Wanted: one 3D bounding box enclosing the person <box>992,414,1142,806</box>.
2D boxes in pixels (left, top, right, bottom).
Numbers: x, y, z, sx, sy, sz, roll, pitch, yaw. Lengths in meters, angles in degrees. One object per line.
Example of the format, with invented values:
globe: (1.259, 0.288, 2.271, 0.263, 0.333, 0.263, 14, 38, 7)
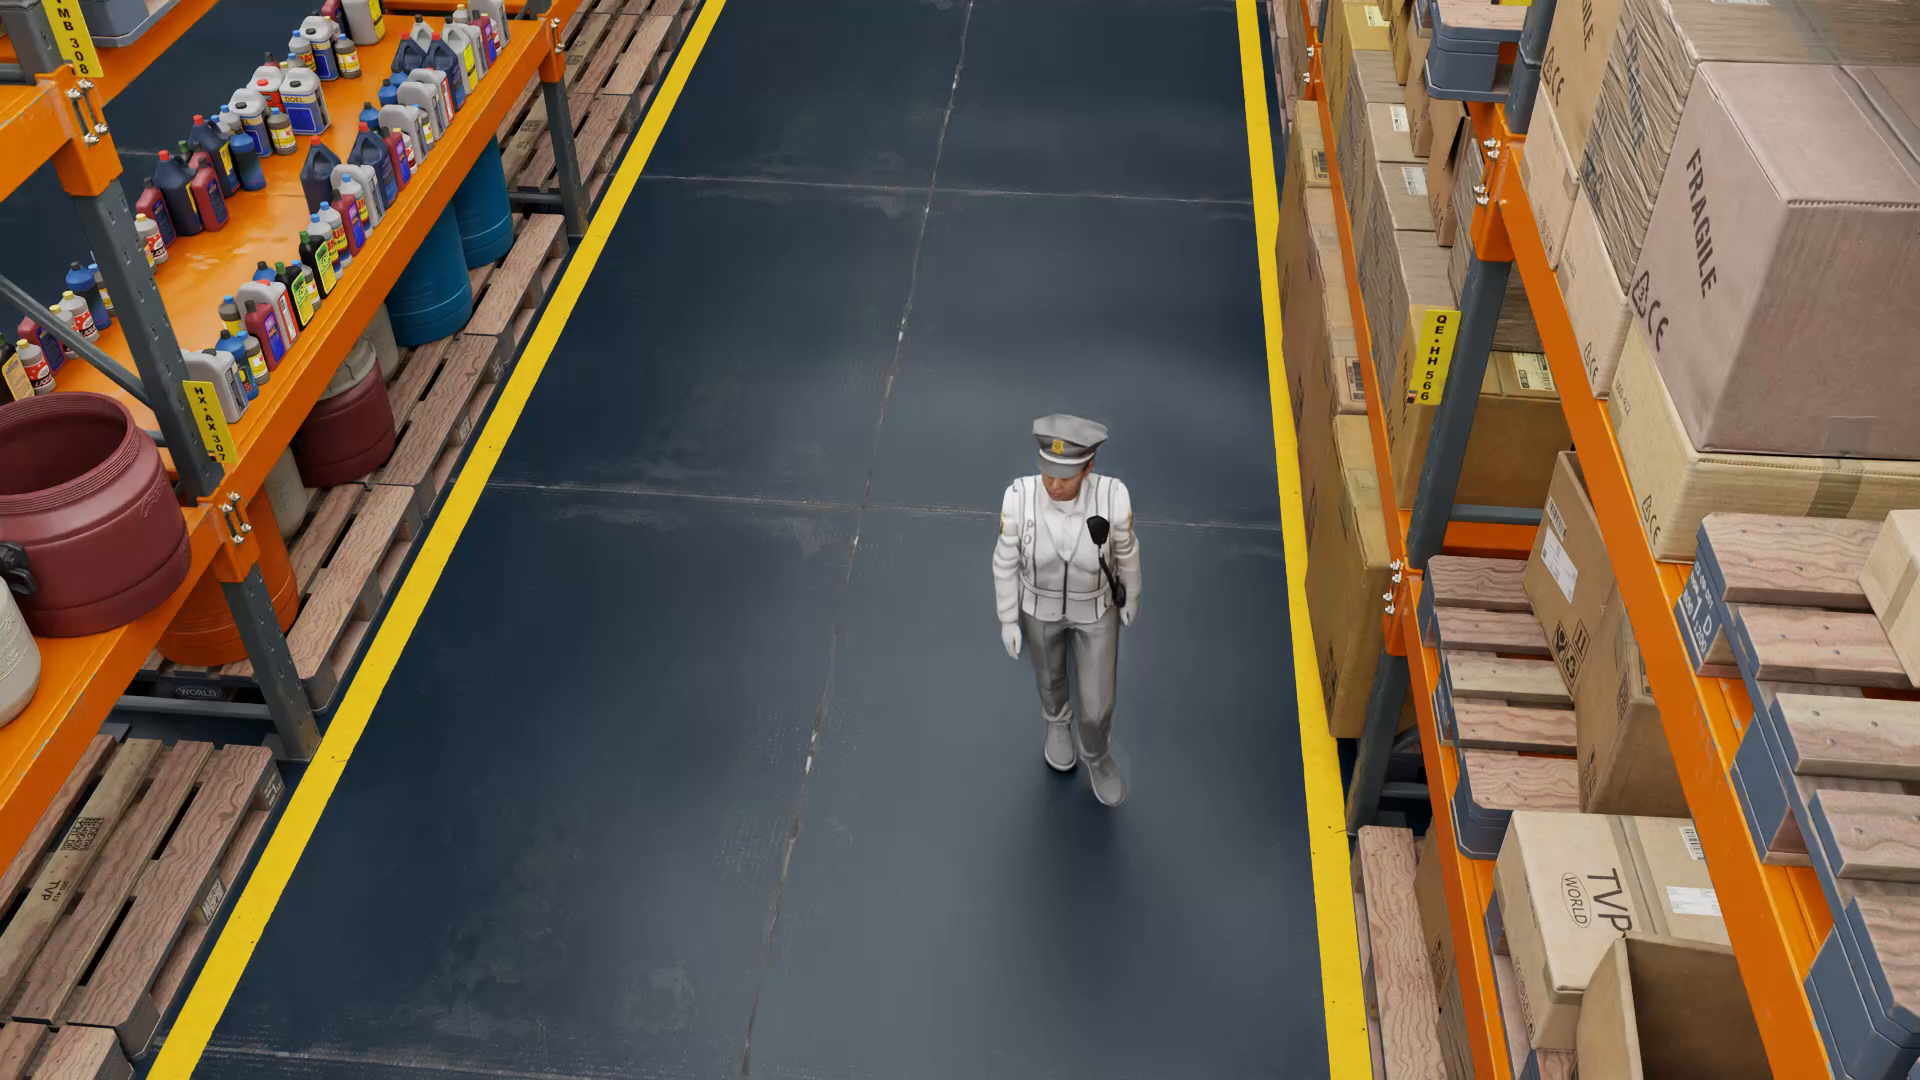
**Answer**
person: (0.379, 0.241, 5.858, 0.529, 1.716, 0.475, 6, 41, 7)
